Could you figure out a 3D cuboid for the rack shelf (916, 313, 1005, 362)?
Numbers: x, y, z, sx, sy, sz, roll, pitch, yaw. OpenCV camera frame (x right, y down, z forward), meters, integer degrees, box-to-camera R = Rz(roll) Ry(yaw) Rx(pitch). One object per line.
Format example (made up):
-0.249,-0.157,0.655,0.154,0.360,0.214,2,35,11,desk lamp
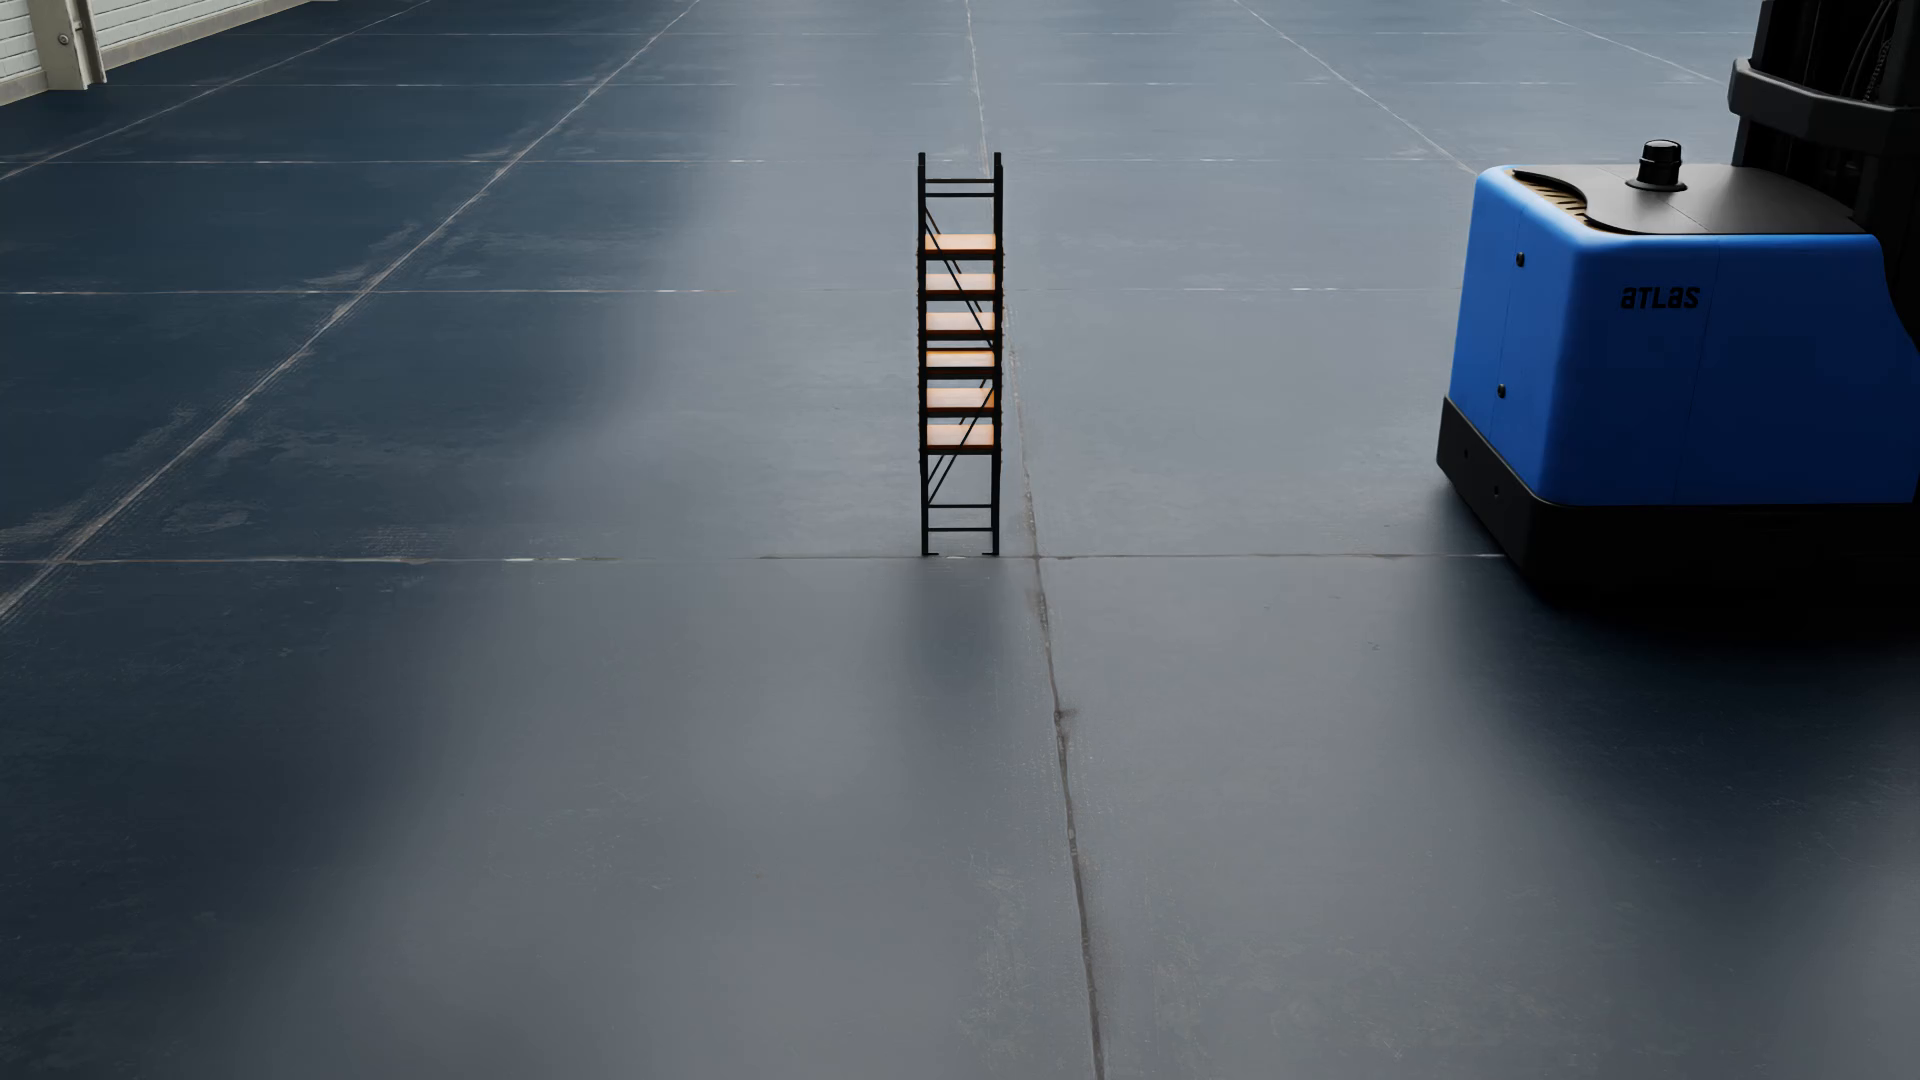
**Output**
0.000,-0.610,4.958,0.258,0.103,0.180,0,24,-1,rack shelf

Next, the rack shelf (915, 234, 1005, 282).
0.000,-0.828,4.860,0.258,0.103,0.180,0,24,-1,rack shelf

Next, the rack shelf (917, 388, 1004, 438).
0.000,-0.391,5.057,0.258,0.103,0.180,0,24,-1,rack shelf

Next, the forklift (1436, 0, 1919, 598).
3.146,-1.373,4.729,3.031,2.935,1.130,-1,24,-2,forklift

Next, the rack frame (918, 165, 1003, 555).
0.001,-0.503,4.906,0.240,1.200,0.006,0,24,-1,rack frame

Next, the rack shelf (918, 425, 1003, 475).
0.000,-0.282,5.107,0.258,0.103,0.180,0,24,-1,rack shelf

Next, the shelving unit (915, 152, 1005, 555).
0.000,-0.541,4.990,0.258,1.200,0.189,0,24,-1,shelving unit

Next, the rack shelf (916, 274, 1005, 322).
0.000,-0.719,4.909,0.258,0.103,0.180,0,24,-1,rack shelf

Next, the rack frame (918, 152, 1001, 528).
-0.001,-0.578,5.073,0.240,1.200,0.006,0,24,-1,rack frame

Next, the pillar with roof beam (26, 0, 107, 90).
-2.741,-7.743,11.451,9.100,9.000,0.400,0,24,-1,pillar with roof beam

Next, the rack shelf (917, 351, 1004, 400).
0.000,-0.500,5.008,0.258,0.103,0.180,0,24,-1,rack shelf
